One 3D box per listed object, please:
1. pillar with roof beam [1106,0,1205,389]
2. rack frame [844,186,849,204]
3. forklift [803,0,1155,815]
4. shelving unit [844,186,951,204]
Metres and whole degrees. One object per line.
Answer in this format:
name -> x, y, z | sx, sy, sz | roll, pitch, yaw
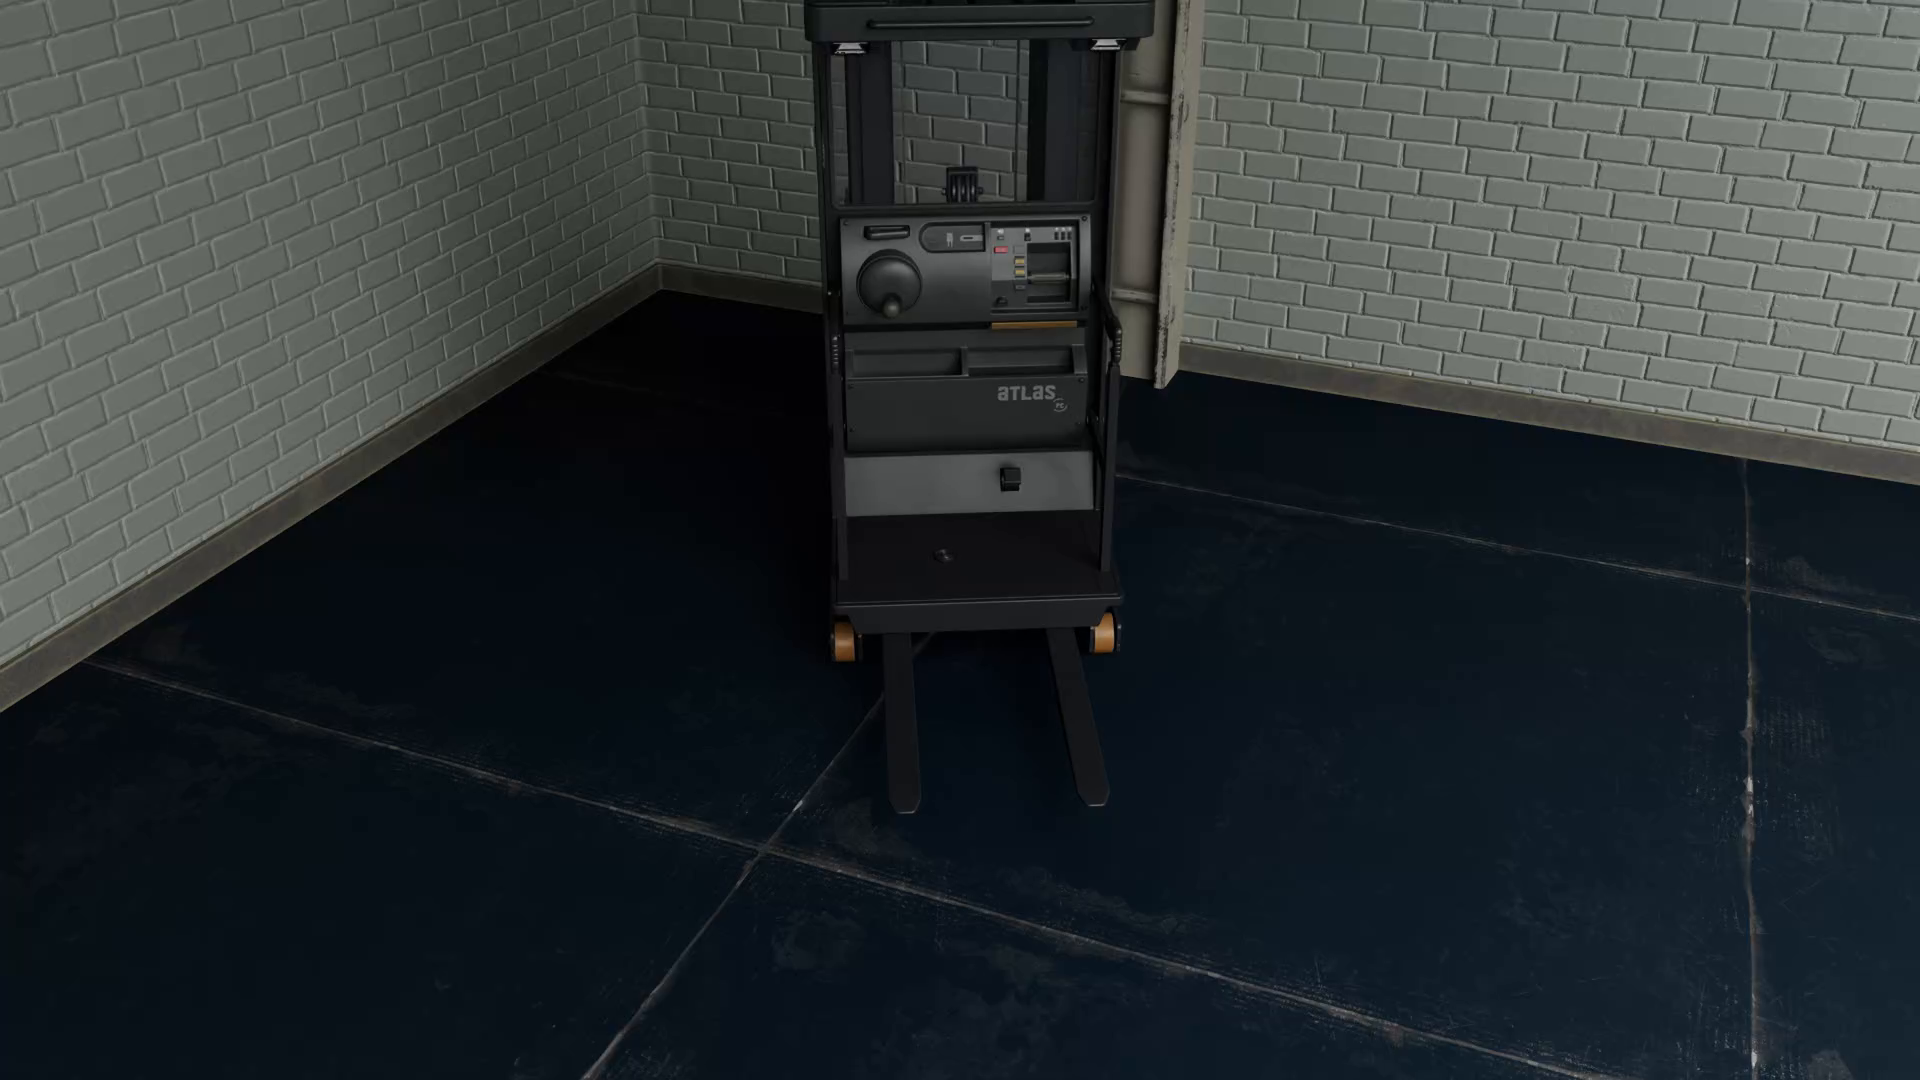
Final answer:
pillar with roof beam -> -0.688, -2.845, 3.139 | 0.400, 9.000, 9.100 | 11, 31, 19
rack frame -> -0.521, -1.053, 7.877 | 0.015, 1.200, 0.240 | -1, 26, -2
forklift -> 0.038, -0.970, 5.988 | 1.130, 2.935, 3.031 | -2, 30, -3
shelving unit -> -0.277, -1.057, 7.884 | 0.503, 1.200, 0.258 | -1, 26, -2
